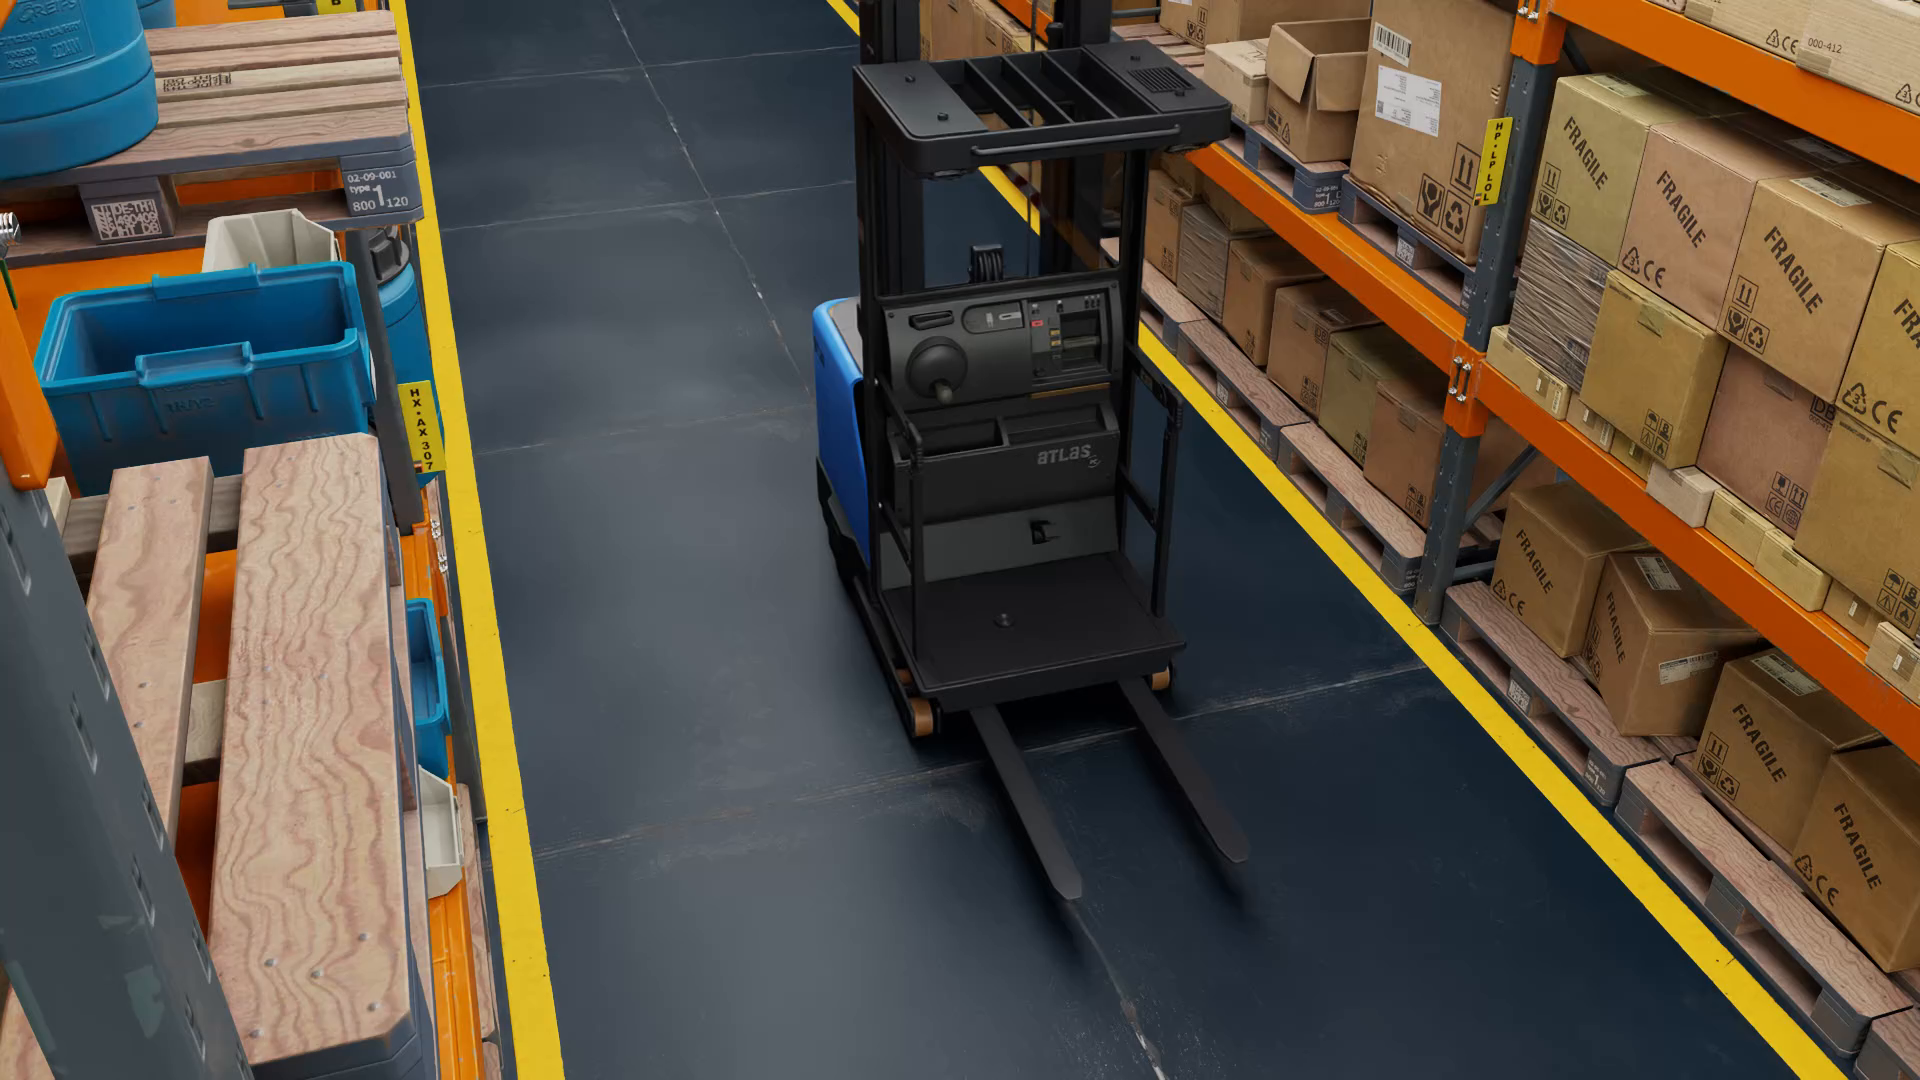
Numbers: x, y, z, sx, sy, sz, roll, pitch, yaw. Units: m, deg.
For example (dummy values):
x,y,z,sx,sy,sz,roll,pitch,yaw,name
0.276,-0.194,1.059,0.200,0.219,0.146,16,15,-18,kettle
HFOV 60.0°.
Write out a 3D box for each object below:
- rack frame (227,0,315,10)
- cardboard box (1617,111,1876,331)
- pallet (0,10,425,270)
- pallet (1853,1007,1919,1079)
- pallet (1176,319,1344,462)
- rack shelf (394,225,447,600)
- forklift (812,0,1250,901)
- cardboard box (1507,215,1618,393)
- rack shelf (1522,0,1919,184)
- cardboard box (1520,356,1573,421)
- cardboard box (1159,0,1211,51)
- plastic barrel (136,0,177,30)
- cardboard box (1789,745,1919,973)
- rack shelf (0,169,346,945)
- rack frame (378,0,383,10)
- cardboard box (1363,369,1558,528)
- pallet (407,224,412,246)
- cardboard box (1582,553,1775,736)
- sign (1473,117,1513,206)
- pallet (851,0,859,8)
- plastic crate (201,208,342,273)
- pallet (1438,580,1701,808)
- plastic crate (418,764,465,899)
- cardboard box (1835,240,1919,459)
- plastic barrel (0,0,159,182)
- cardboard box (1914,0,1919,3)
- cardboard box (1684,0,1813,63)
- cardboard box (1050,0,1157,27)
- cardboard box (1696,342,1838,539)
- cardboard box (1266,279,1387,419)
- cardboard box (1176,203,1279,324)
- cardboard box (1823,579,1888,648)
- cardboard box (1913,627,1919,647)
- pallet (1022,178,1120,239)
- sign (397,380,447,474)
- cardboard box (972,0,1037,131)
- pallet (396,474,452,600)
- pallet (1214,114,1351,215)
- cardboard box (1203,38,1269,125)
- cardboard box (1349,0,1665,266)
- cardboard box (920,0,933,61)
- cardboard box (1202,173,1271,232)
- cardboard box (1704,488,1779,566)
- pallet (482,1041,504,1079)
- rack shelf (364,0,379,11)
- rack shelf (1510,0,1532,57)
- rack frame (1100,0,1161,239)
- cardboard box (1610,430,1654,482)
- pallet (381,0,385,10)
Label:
x,y,z,sx,sy,sz,roll,pitch,yaw,name
-2.247,-2.660,3.612,1.000,3.000,0.127,-10,35,-15,rack frame
2.519,-1.031,5.322,0.500,0.500,0.500,-10,35,-15,cardboard box
-1.934,-0.967,3.943,1.213,0.211,1.003,-10,35,-15,pallet
3.453,1.802,4.832,1.003,0.211,1.213,-10,35,-15,pallet
1.856,-0.876,8.885,1.003,0.211,1.213,-10,35,-15,pallet
-2.857,-0.907,7.054,1.077,0.370,4.000,-10,35,-15,rack shelf
0.238,-0.690,6.135,1.130,2.935,3.031,-9,35,-14,forklift
2.549,-0.909,6.044,0.875,0.500,0.500,-10,35,-15,cardboard box
3.080,-0.891,4.309,1.077,0.370,4.000,-10,35,-15,rack shelf
2.313,-0.588,6.147,0.380,0.149,0.250,-10,35,-15,cardboard box
1.453,-3.030,9.143,0.500,0.500,0.500,-14,36,-21,cardboard box
-2.608,-1.848,4.650,0.600,0.901,0.708,-10,35,-15,plastic barrel
3.128,1.008,5.391,0.500,0.500,0.500,-7,34,-10,cardboard box
-1.637,-0.058,3.048,1.077,0.370,4.000,-10,35,-15,rack shelf
-4.687,-4.357,11.623,1.000,3.000,0.127,-10,35,-15,rack frame
2.303,-0.456,7.588,0.700,0.500,0.500,-13,36,-18,cardboard box
-4.115,-2.140,10.797,1.003,0.211,1.213,-10,35,-15,pallet
2.736,0.394,6.319,0.500,0.500,0.500,0,33,1,cardboard box
1.943,-1.377,6.063,0.100,0.325,0.005,-10,35,-15,sign
-0.503,-5.080,15.247,1.003,0.211,1.213,-10,35,-15,pallet
-1.372,-0.523,3.339,0.243,0.136,0.396,-10,35,-15,plastic crate
2.709,0.521,6.771,1.003,0.211,1.213,-10,35,-15,pallet
-1.510,0.763,4.113,0.530,0.136,0.437,-10,35,-15,plastic crate
2.834,-0.508,4.530,0.500,0.500,0.500,-10,35,-15,cardboard box
-2.045,-1.252,3.367,0.600,0.901,0.708,-10,35,-15,plastic barrel
2.709,-1.444,4.268,0.380,0.149,0.250,-11,35,-16,cardboard box
2.530,-1.622,4.899,0.500,0.250,0.500,-10,35,-15,cardboard box
0.864,-3.349,10.006,0.500,0.500,0.500,-9,35,-13,cardboard box
2.916,-0.395,5.266,0.875,0.500,0.500,-10,35,-15,cardboard box
2.005,-1.003,8.416,0.700,0.500,0.500,-13,36,-19,cardboard box
1.655,-1.593,9.308,0.700,0.500,0.500,-13,36,-19,cardboard box
2.839,0.188,4.973,0.380,0.149,0.250,-10,35,-15,cardboard box
3.171,0.139,4.458,0.875,0.500,0.500,-10,35,-15,cardboard box
1.081,-2.353,11.119,1.003,0.211,1.213,-10,35,-15,pallet
-1.719,-0.359,5.321,0.100,0.325,0.005,-10,35,-15,sign
0.795,-3.213,11.439,1.225,0.875,0.875,-10,35,-15,cardboard box
-2.899,-0.041,7.620,1.003,0.211,1.213,-10,35,-15,pallet
1.893,-1.977,8.195,1.003,0.211,1.213,-10,35,-15,pallet
1.542,-2.284,8.240,0.500,0.250,0.500,-11,35,-16,cardboard box
2.361,-1.856,6.912,1.000,1.000,1.000,-10,35,-14,cardboard box
0.244,-4.146,12.850,1.225,0.875,0.875,-10,35,-15,cardboard box
1.655,-1.920,9.122,0.500,0.250,0.500,-6,34,-9,cardboard box
2.654,-0.069,5.362,0.380,0.149,0.250,-10,35,-15,cardboard box
-1.706,2.008,4.520,1.003,0.211,1.213,-10,35,-15,pallet
-4.077,-3.007,10.232,1.077,0.370,4.000,-10,35,-15,rack shelf
1.860,-2.991,7.487,1.077,0.370,4.000,-10,35,-15,rack shelf
1.250,-3.090,9.705,1.000,3.000,0.127,-10,35,-15,rack frame
2.501,-0.332,5.759,0.380,0.149,0.250,-10,35,-15,cardboard box
-5.692,-4.854,14.904,1.003,0.211,1.213,-10,35,-15,pallet
